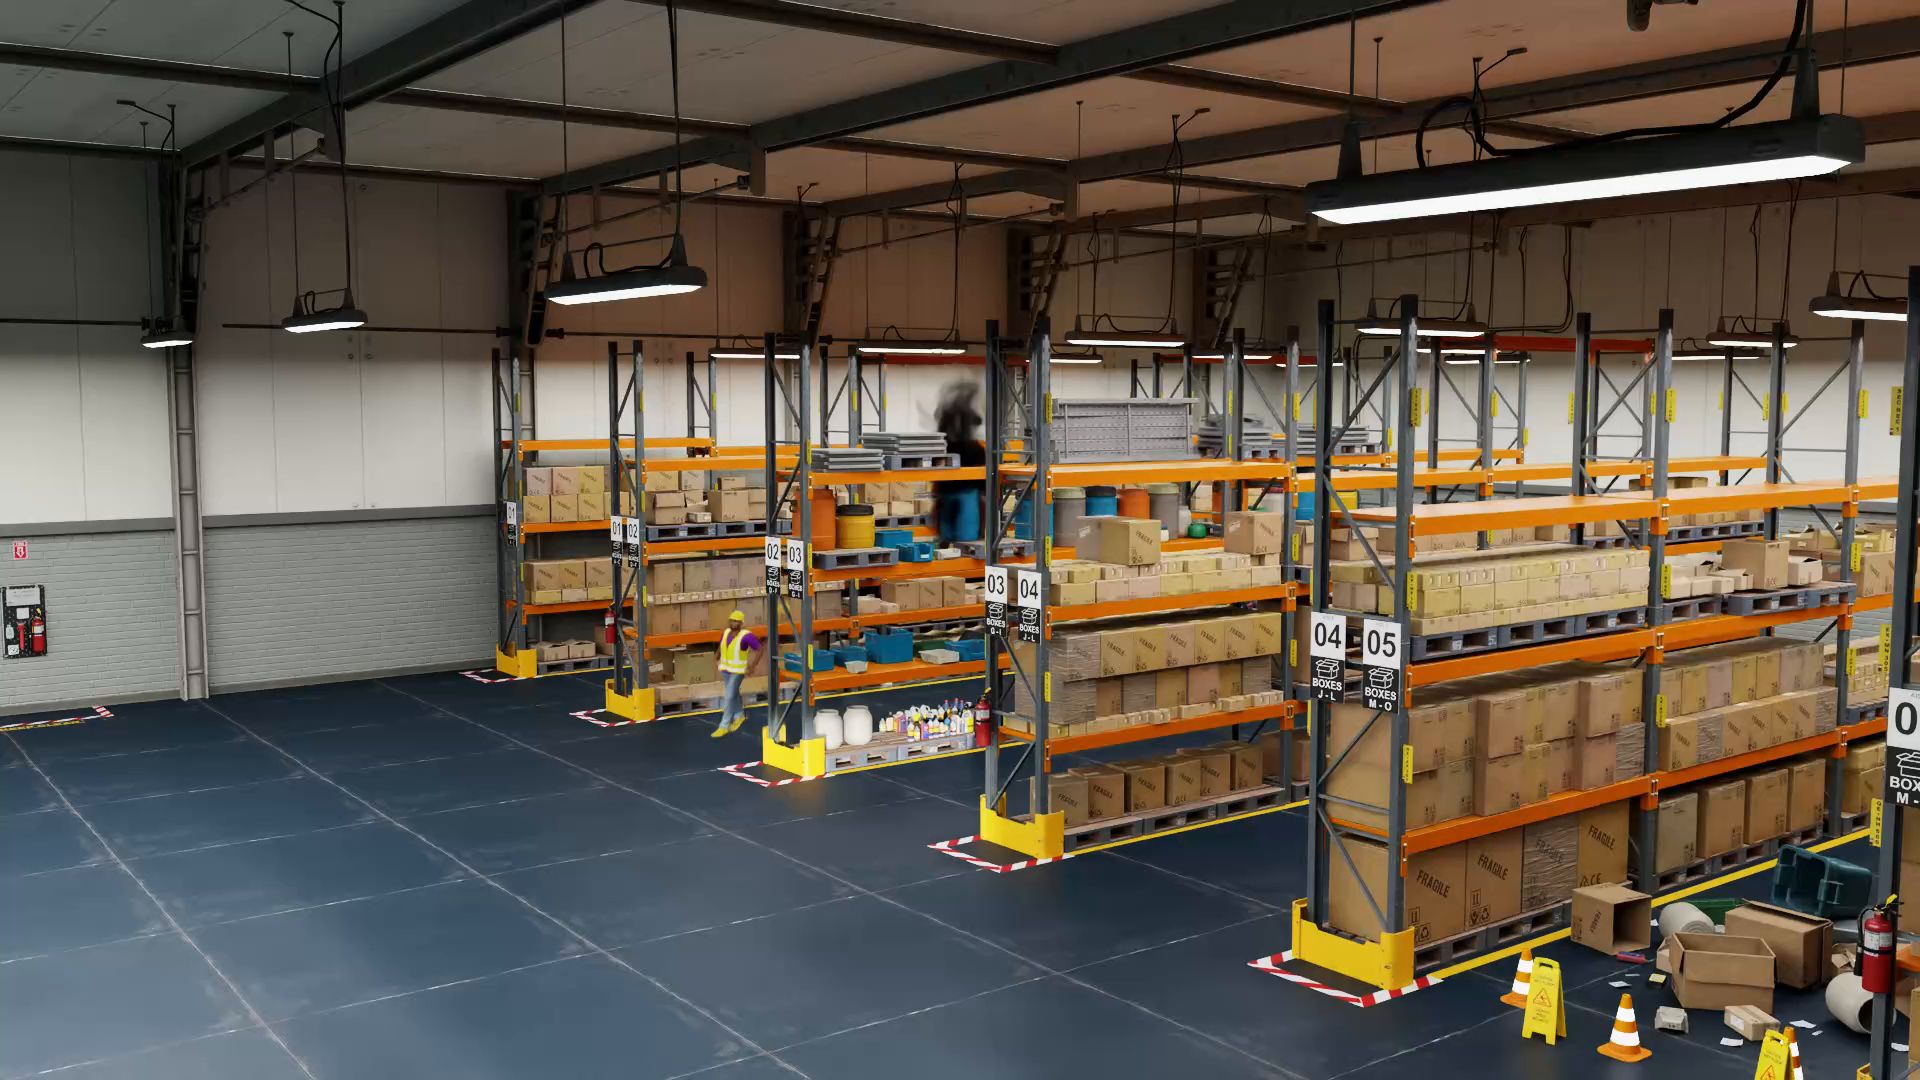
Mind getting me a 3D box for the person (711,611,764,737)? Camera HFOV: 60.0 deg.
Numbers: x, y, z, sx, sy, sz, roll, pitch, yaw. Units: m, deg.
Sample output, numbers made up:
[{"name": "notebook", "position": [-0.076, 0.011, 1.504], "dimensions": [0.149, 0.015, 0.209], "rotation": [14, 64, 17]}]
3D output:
[{"name": "person", "position": [-3.225, 1.908, 23.786], "dimensions": [0.743, 1.810, 0.840], "rotation": [3, 6, 34]}]
